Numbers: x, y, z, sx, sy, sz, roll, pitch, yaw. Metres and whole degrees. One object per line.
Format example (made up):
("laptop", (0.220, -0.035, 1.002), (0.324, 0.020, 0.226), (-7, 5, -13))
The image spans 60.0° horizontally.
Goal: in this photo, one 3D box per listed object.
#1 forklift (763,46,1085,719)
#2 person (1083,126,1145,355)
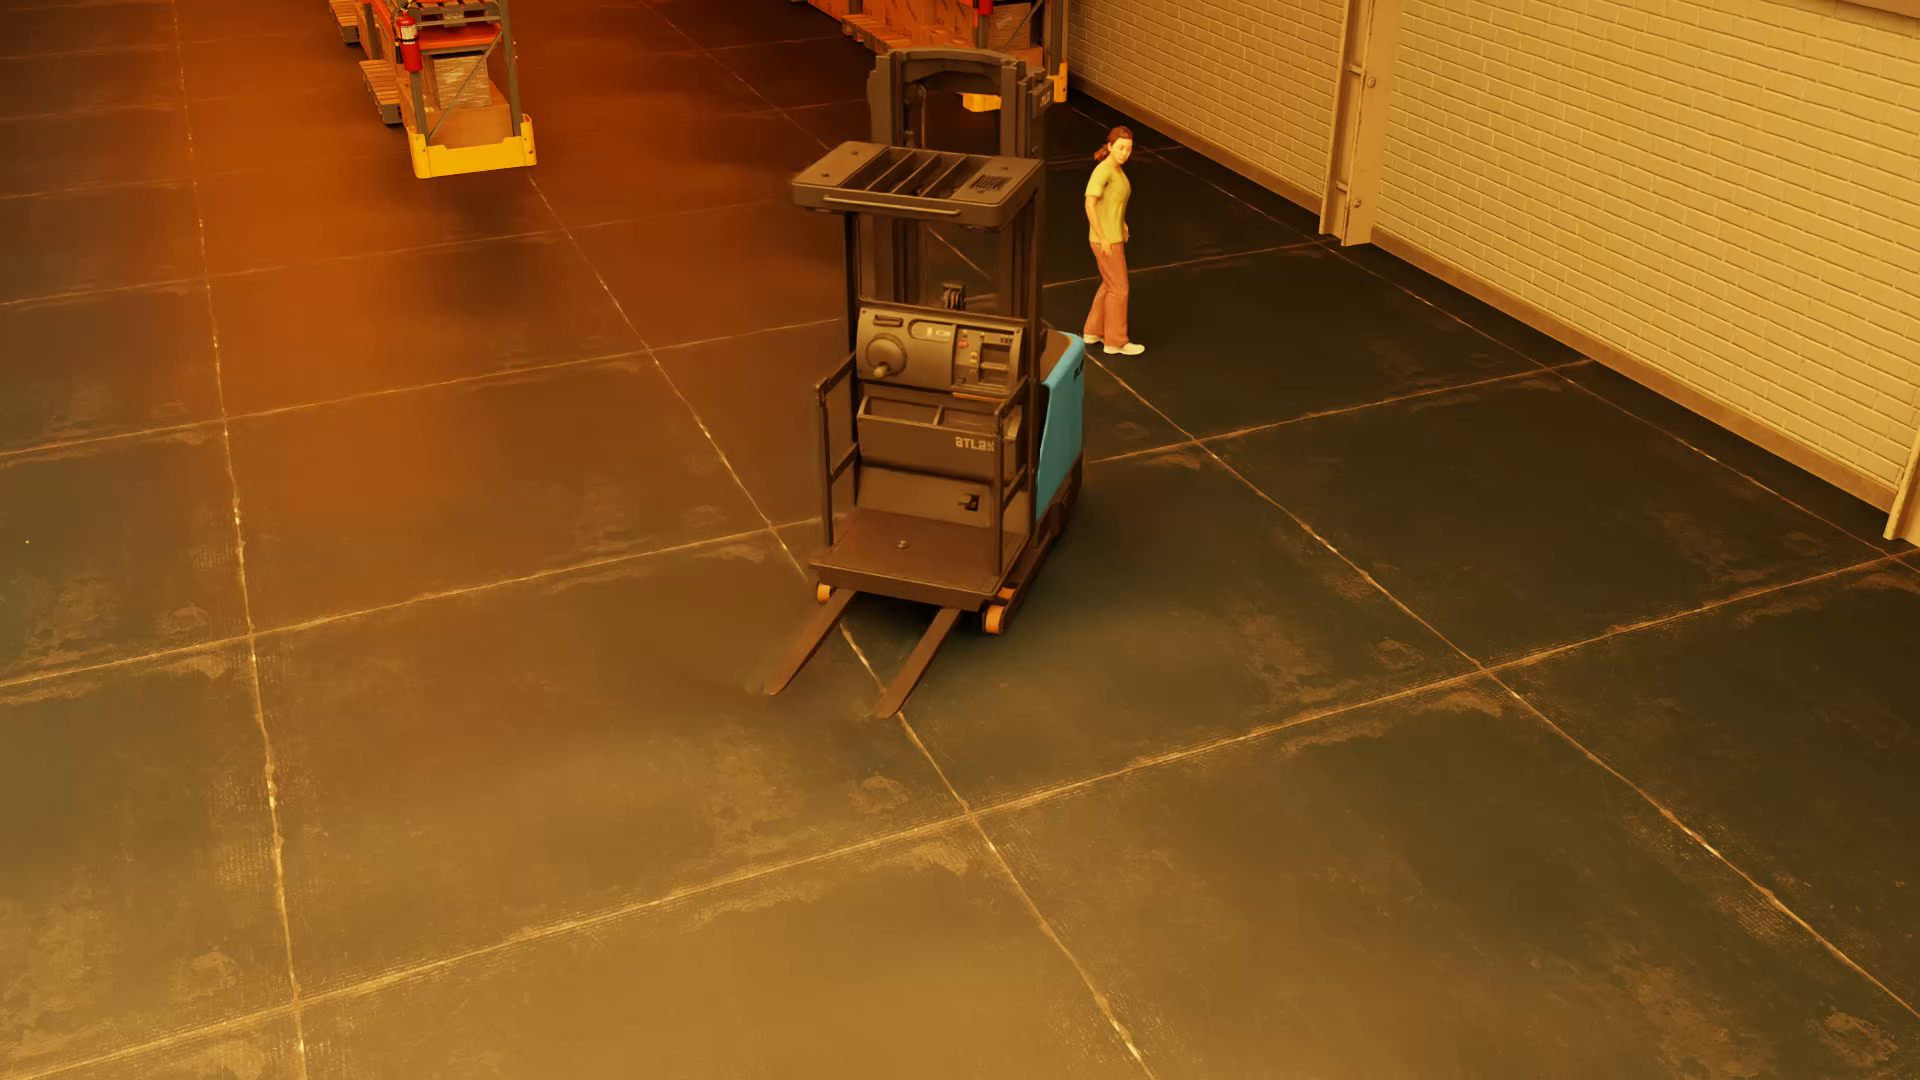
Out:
("forklift", (-0.182, -0.976, 8.827), (1.130, 2.935, 3.031), (10, 31, 16))
("person", (1.171, -2.208, 12.265), (0.494, 1.658, 0.660), (5, 30, 9))
